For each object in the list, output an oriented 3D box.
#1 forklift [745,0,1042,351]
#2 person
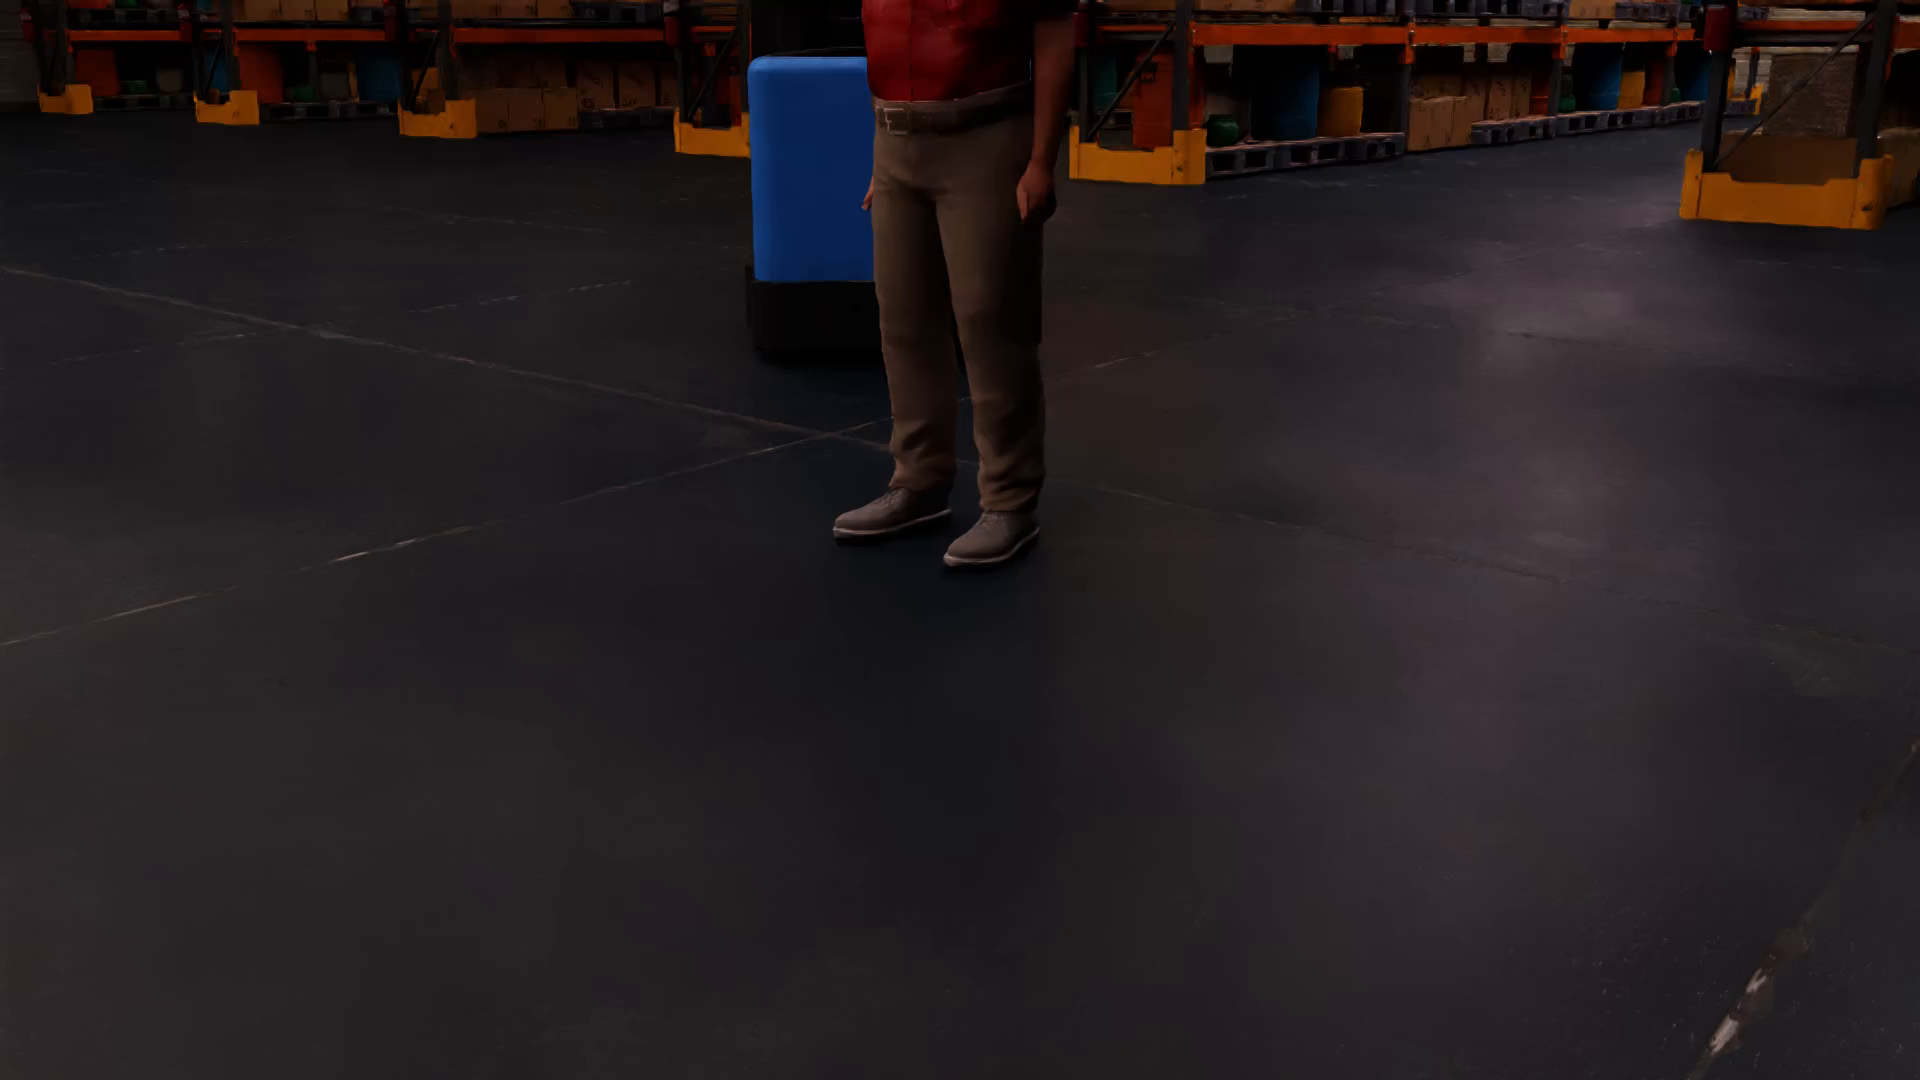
[{"bbox_3d":[-0.334,-2.463,7.008,1.130,2.935,3.031,-1,17,-4],"label":"forklift"},{"bbox_3d":[-0.016,-0.820,3.672,0.523,1.730,0.365,13,21,37],"label":"person"}]
